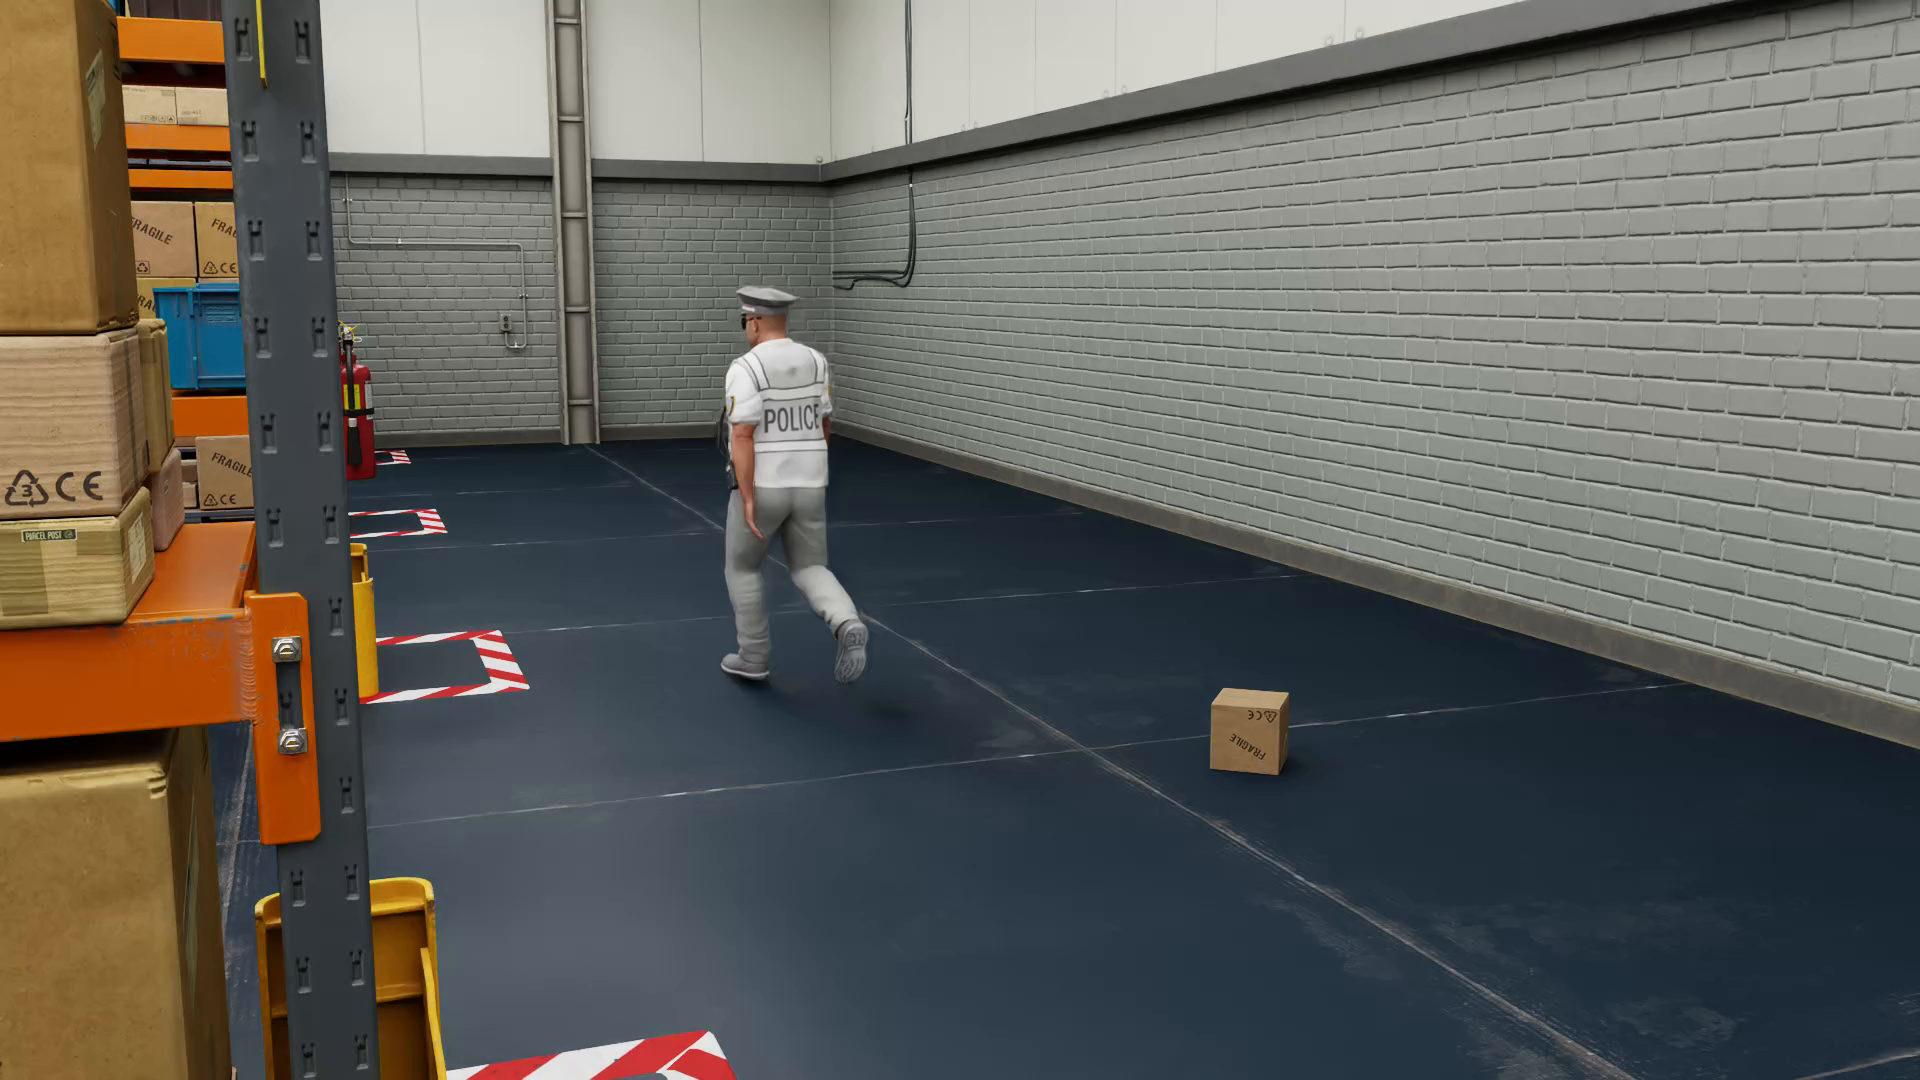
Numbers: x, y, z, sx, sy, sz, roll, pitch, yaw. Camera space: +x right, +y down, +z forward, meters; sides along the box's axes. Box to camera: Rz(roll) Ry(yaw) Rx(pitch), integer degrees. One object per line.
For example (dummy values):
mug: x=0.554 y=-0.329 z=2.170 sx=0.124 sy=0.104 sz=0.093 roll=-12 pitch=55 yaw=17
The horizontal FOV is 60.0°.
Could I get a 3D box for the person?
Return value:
person: x=-0.752 y=-0.226 z=7.175 sx=0.538 sy=1.721 sz=0.840 roll=-6 pitch=11 yaw=-36
